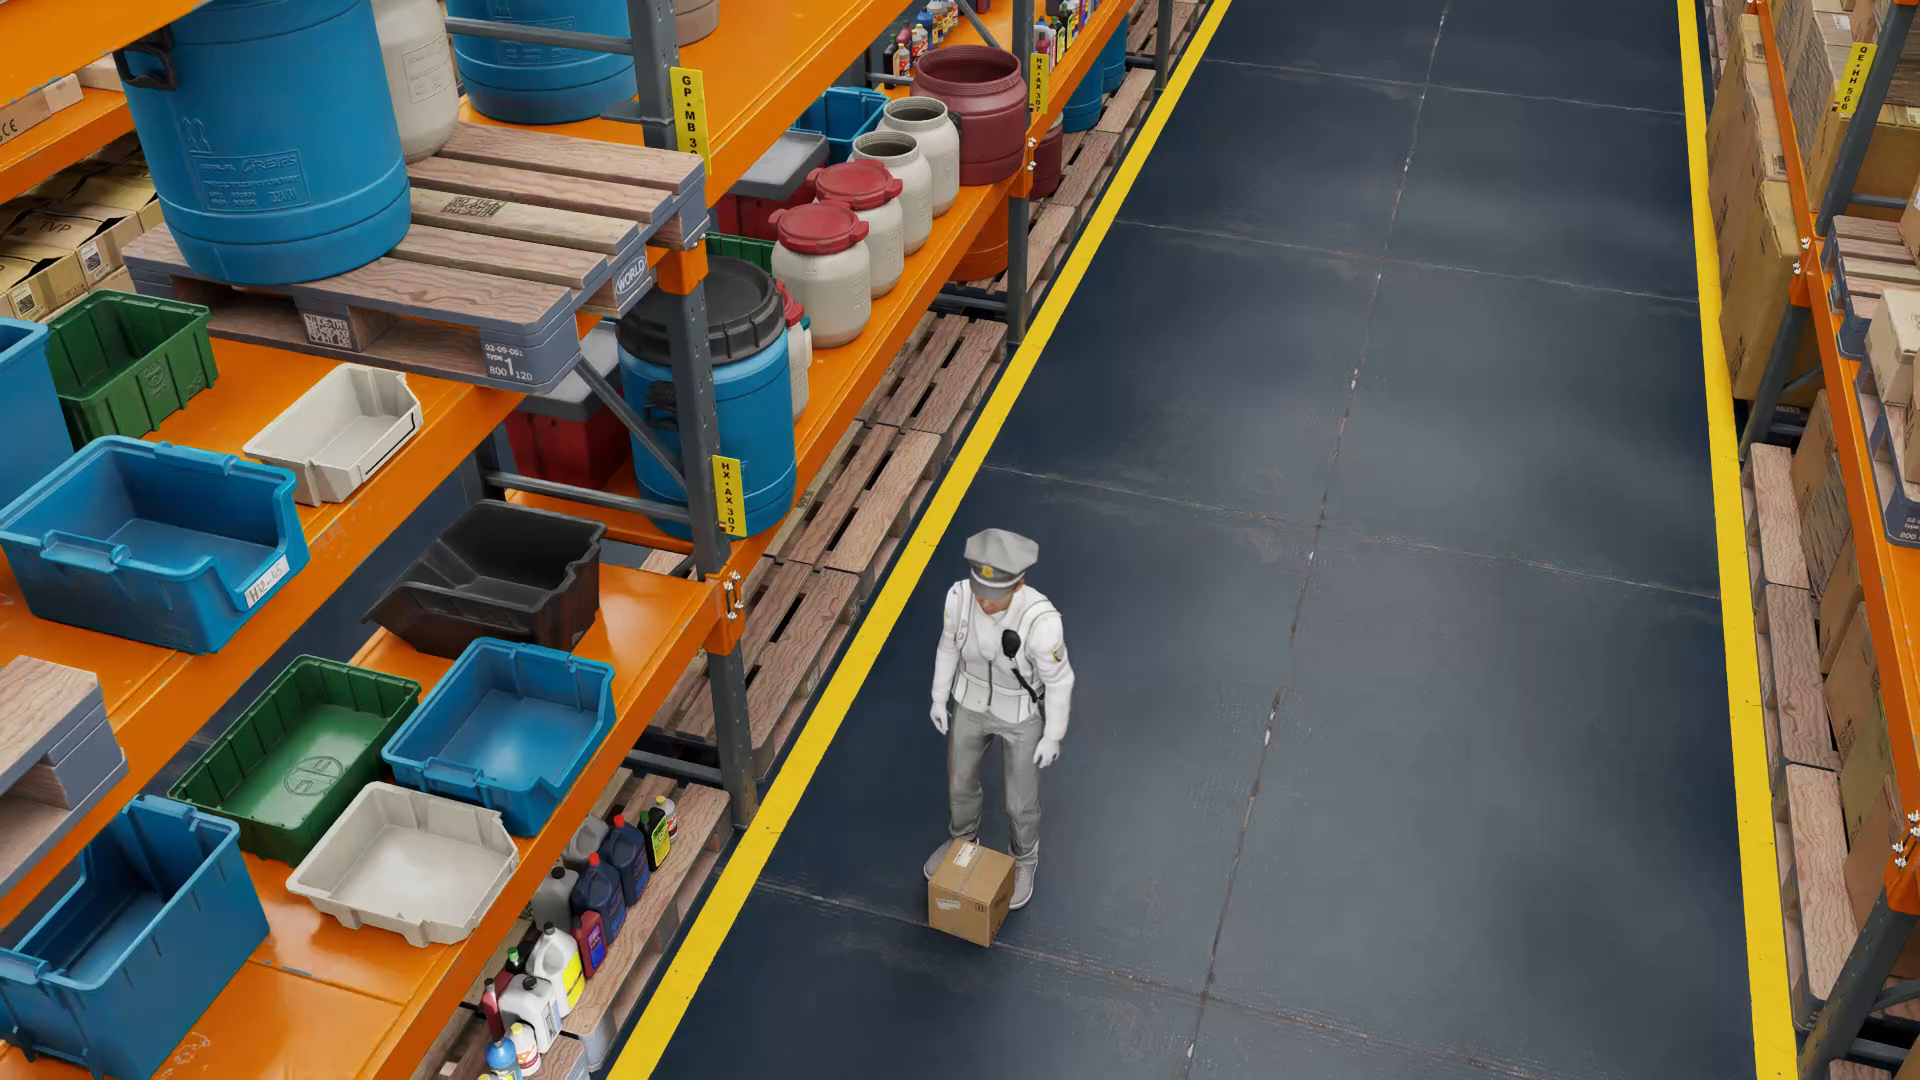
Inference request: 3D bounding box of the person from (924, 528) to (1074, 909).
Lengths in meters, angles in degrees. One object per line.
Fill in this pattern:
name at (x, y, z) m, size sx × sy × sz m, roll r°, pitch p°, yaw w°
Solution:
person at (0.141, 0.641, 6.044) m, size 0.529 × 1.663 × 0.375 m, roll 16°, pitch 40°, yaw 20°
